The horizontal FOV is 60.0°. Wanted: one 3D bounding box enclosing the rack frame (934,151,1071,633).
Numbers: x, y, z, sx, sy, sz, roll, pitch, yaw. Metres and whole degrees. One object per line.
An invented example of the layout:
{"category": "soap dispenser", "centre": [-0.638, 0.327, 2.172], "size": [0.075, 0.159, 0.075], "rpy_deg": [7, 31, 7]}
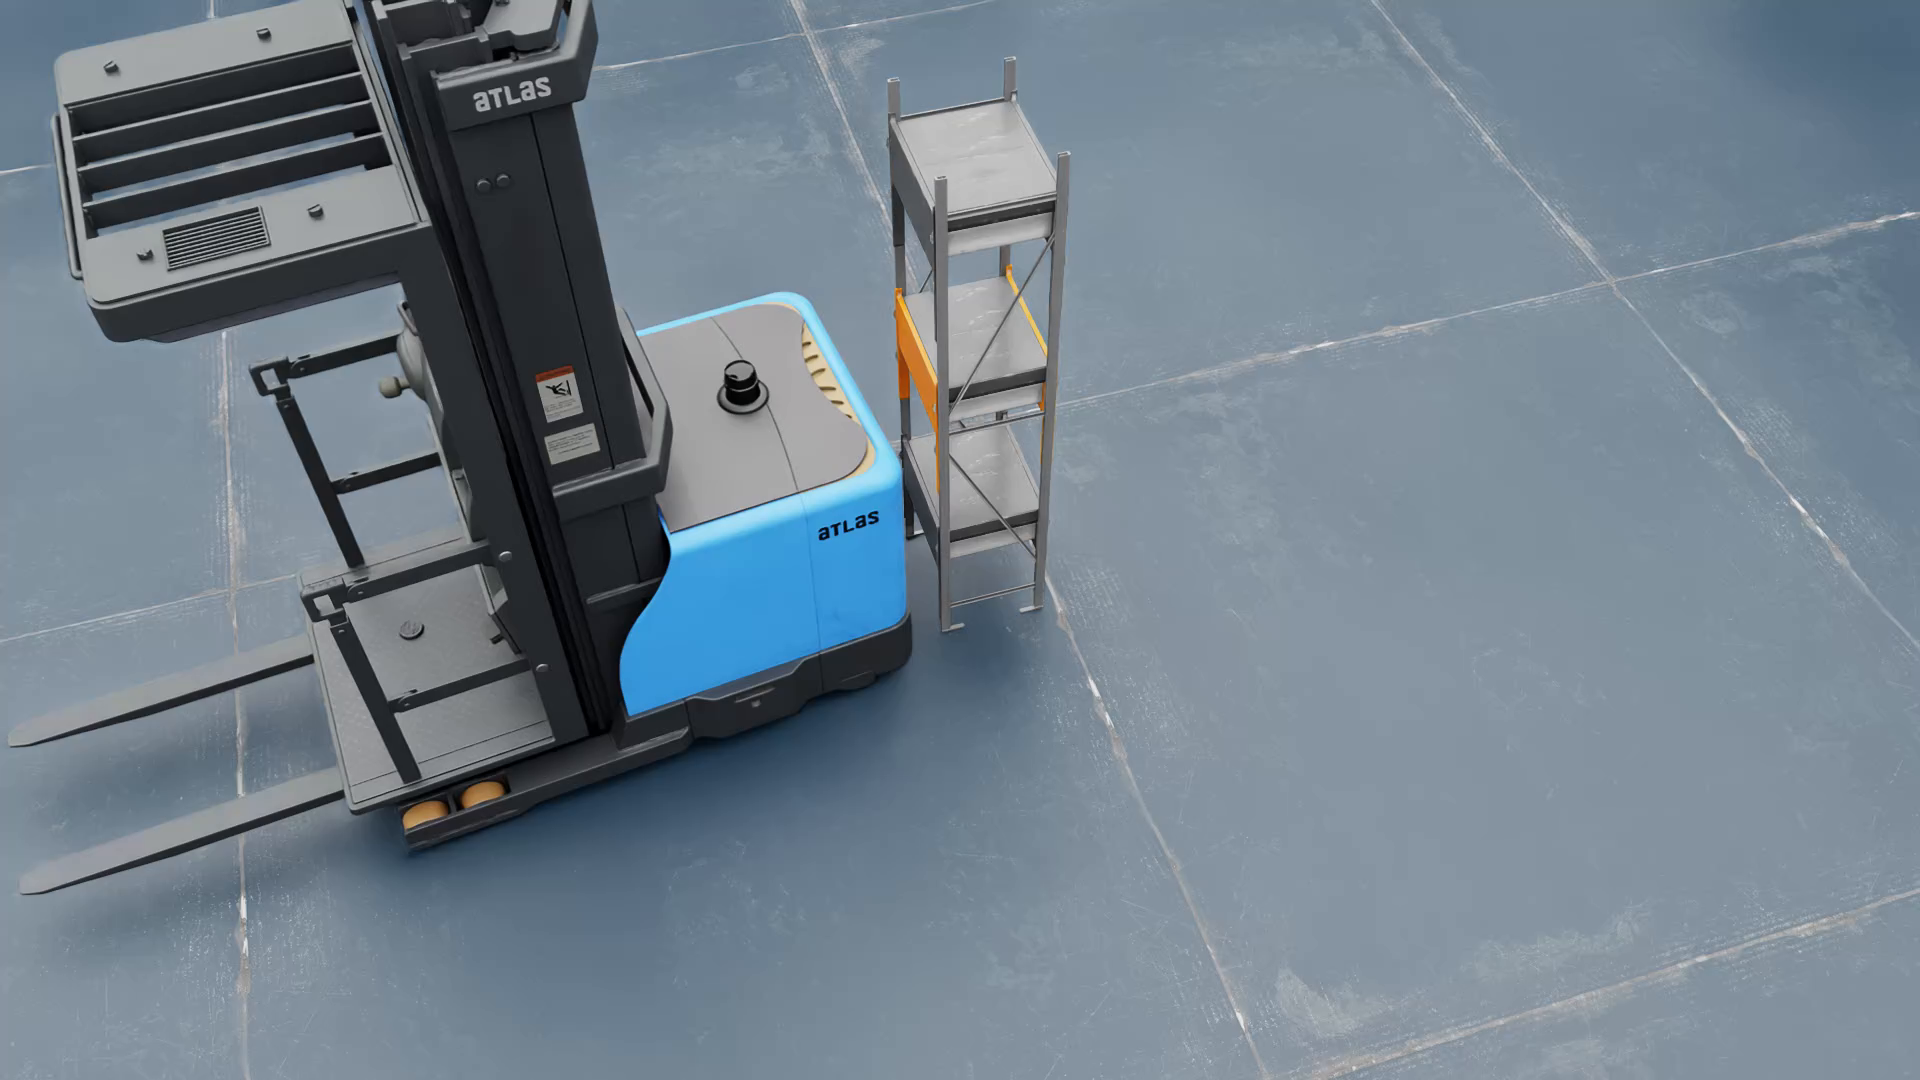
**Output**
{"category": "rack frame", "centre": [0.121, -0.378, 5.485], "size": [0.400, 2.100, 0.015], "rpy_deg": [-13, 51, -11]}

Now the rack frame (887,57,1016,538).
{"category": "rack frame", "centre": [-0.023, -0.734, 5.785], "size": [0.400, 2.100, 0.015], "rpy_deg": [-13, 51, -11]}

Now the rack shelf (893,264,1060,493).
{"category": "rack shelf", "centre": [0.049, -0.547, 5.645], "size": [0.431, 0.518, 0.480], "rpy_deg": [-13, 51, -11]}

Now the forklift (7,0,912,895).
{"category": "forklift", "centre": [-1.740, -0.366, 4.932], "size": [3.031, 2.935, 1.130], "rpy_deg": [-18, 52, -15]}

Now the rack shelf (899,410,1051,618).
{"category": "rack shelf", "centre": [0.049, -0.096, 6.181], "size": [0.431, 0.518, 0.480], "rpy_deg": [-13, 51, -11]}

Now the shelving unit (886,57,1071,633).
{"category": "shelving unit", "centre": [0.049, -0.556, 5.635], "size": [0.431, 2.100, 0.503], "rpy_deg": [-13, 51, -11]}

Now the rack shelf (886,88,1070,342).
{"category": "rack shelf", "centre": [0.049, -0.998, 5.110], "size": [0.431, 0.518, 0.480], "rpy_deg": [-13, 51, -11]}
